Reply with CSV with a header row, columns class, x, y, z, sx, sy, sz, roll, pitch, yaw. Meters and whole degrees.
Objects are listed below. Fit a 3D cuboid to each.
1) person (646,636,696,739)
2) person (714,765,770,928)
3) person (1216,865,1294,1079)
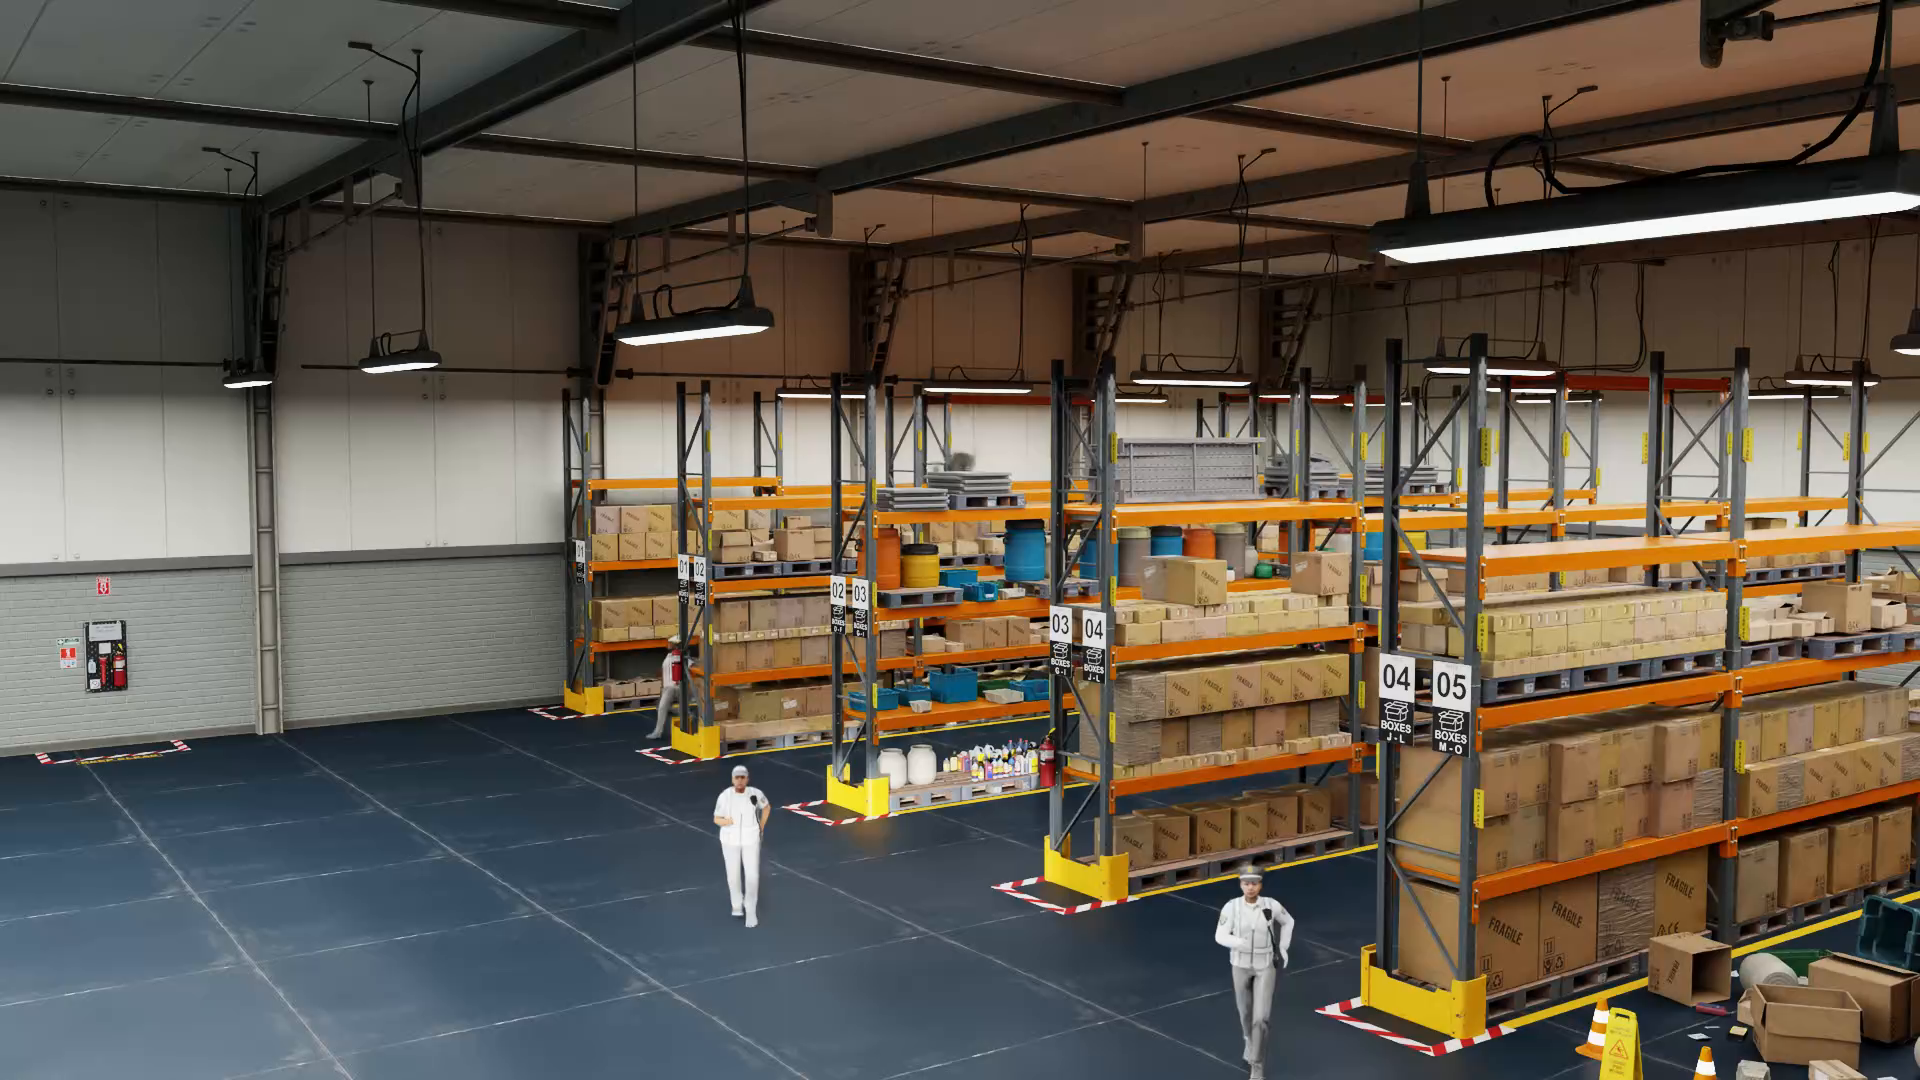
class,x,y,z,sx,sy,sz,roll,pitch,yaw
person,-4.931,2.492,28.249,0.931,1.712,0.715,-2,4,-34
person,-2.294,3.223,17.484,0.582,1.709,0.673,0,4,-5
person,2.357,3.461,13.357,0.583,1.753,0.725,1,4,18
